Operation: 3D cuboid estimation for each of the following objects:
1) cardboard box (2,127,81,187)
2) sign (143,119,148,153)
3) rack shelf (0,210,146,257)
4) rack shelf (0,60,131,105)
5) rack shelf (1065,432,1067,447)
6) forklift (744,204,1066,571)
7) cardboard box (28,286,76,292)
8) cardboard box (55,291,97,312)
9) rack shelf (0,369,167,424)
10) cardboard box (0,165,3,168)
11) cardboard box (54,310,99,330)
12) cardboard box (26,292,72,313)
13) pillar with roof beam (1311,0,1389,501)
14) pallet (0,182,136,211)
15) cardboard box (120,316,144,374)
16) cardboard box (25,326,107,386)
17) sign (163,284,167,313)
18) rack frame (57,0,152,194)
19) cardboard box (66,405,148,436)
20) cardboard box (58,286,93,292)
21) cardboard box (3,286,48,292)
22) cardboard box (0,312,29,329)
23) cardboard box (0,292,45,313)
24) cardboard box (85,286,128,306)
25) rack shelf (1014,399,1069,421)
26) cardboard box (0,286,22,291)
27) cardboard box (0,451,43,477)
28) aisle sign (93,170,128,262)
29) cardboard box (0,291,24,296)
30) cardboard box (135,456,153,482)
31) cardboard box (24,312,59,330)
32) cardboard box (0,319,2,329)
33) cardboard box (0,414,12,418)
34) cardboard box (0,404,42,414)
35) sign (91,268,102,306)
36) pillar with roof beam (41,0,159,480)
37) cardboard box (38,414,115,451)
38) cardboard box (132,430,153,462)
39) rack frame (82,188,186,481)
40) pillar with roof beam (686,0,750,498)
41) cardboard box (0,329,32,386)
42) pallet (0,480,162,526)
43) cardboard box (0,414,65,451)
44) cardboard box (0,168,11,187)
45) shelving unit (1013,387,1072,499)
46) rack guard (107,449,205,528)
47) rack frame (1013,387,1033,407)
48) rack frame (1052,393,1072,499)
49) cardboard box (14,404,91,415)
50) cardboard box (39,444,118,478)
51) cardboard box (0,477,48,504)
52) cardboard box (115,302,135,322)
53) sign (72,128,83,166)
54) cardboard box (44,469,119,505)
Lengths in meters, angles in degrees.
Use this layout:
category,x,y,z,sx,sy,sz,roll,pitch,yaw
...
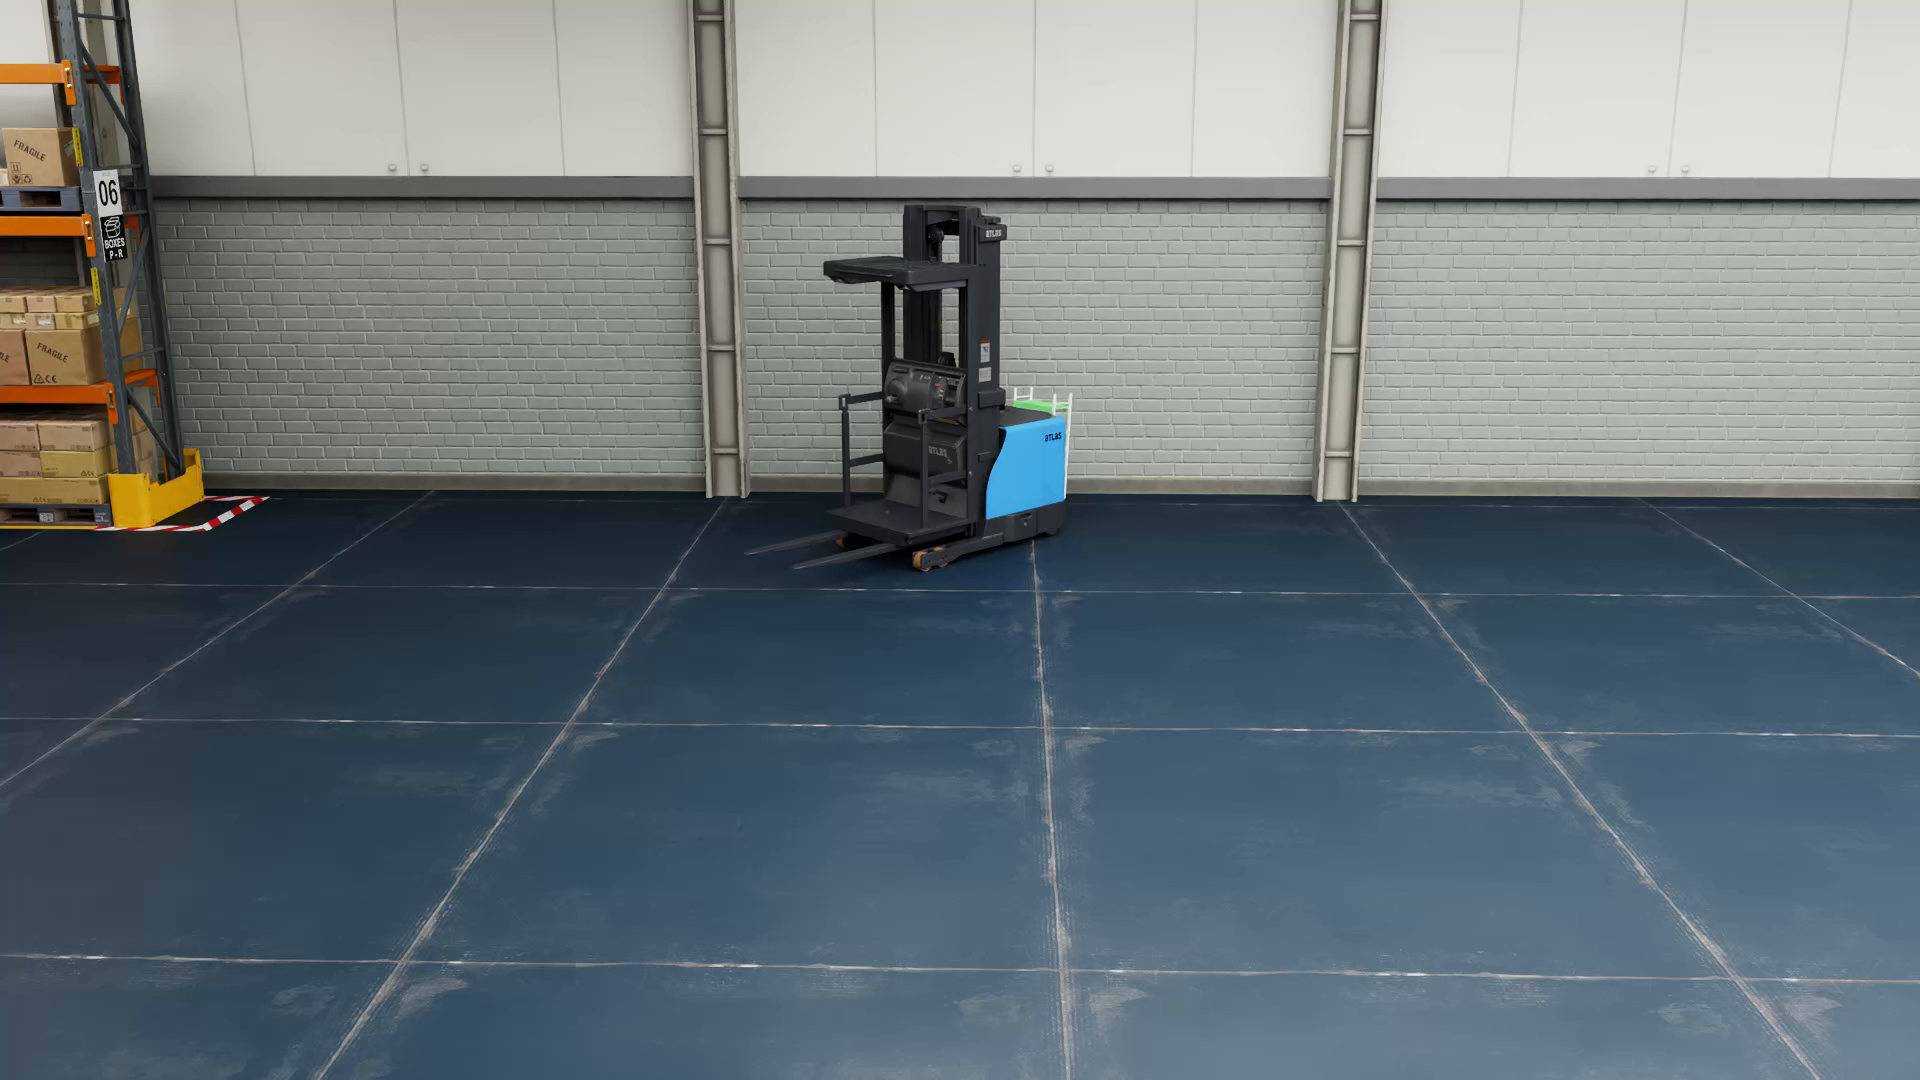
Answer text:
category,x,y,z,sx,sy,sz,roll,pitch,yaw
cardboard box,-8.079,-3.402,14.761,0.500,0.500,0.500,1,15,3
sign,-7.610,-3.764,15.480,0.005,0.325,0.100,0,15,1
rack shelf,-9.630,-2.827,15.206,4.000,0.370,1.077,0,15,1
rack shelf,-9.630,-4.084,14.874,4.000,0.370,1.077,0,15,1
rack shelf,0.743,-0.961,15.406,0.258,0.148,0.480,-9,17,-44
forklift,-0.451,-1.305,14.040,3.031,2.935,1.130,-14,20,-42
cardboard box,-8.486,-2.282,15.561,0.250,0.149,0.380,1,15,2
cardboard box,-7.994,-2.166,15.119,0.250,0.149,0.380,0,15,2
rack shelf,-9.630,-1.377,15.589,4.000,0.370,1.077,0,15,1
cardboard box,-8.720,-3.278,14.749,0.258,0.266,0.396,0,15,2
cardboard box,-7.984,-2.004,15.090,0.250,0.149,0.380,1,15,2
cardboard box,-8.241,-2.160,15.095,0.250,0.149,0.380,0,15,2
pillar with roof beam,3.583,-3.671,11.113,0.400,9.000,9.100,0,15,1
pallet,-8.336,-3.130,15.119,1.213,0.211,1.003,0,15,1
cardboard box,-8.118,-1.834,15.715,0.500,0.500,0.500,1,15,3
cardboard box,-8.129,-1.696,15.193,0.500,0.500,0.500,0,15,0
sign,-7.610,-2.310,15.863,0.005,0.325,0.100,0,15,1
rack frame,-7.630,-4.612,14.682,0.127,3.000,1.000,0,15,1
cardboard box,-8.106,-1.120,15.812,0.500,0.250,0.500,0,15,1
cardboard box,-8.225,-2.292,15.596,0.250,0.149,0.380,1,15,3
cardboard box,-8.733,-2.288,15.581,0.250,0.149,0.380,0,15,2
cardboard box,-8.498,-2.016,15.133,0.250,0.149,0.380,1,15,2
cardboard box,-8.503,-2.154,15.075,0.250,0.149,0.380,1,15,3
cardboard box,-7.961,-2.274,15.529,0.250,0.149,0.380,0,15,0
rack shelf,0.755,-1.195,15.357,0.258,0.148,0.480,-9,17,-44
cardboard box,-8.997,-2.283,15.564,0.250,0.149,0.380,1,15,3
cardboard box,-8.626,-0.756,15.414,0.500,0.250,0.500,0,15,1
aisle sign,-7.572,-2.893,14.830,0.004,0.787,0.394,0,15,1
cardboard box,-8.750,-2.175,15.154,0.250,0.149,0.380,0,15,2
cardboard box,-8.116,-0.638,15.946,0.500,0.250,0.500,0,15,2
cardboard box,-8.240,-1.998,15.067,0.250,0.149,0.380,1,15,2
cardboard box,-8.746,-2.020,15.150,0.250,0.149,0.380,0,15,1
cardboard box,-9.114,-0.995,15.337,0.500,0.250,0.500,1,15,2
cardboard box,-9.105,-1.128,15.843,0.500,0.250,0.500,0,15,1
sign,-7.658,-2.248,14.745,0.005,0.325,0.100,0,15,1
pillar with roof beam,-8.413,-3.749,11.409,0.400,9.000,9.100,0,15,1
cardboard box,-8.099,-0.992,15.327,0.500,0.250,0.500,1,15,3
cardboard box,-8.095,-0.883,15.893,0.500,0.250,0.500,1,15,2
rack frame,-7.630,-1.712,15.447,0.127,3.000,1.000,0,15,1
pillar with roof beam,-2.415,-3.710,11.261,0.400,9.000,9.100,0,15,1
cardboard box,-8.647,-1.702,15.215,0.500,0.500,0.500,1,15,3
pallet,-8.396,-0.358,15.782,1.213,0.211,1.003,0,15,1
cardboard box,-8.609,-0.994,15.334,0.500,0.250,0.500,1,15,2
cardboard box,-8.466,-3.220,14.757,0.250,0.149,0.380,0,15,0
shelving unit,0.734,-0.789,15.443,0.258,1.200,0.503,-9,17,-44
rack guard,-7.606,-0.503,15.766,0.348,0.500,1.175,0,15,1
rack frame,0.562,-0.833,15.610,0.240,1.200,0.015,-9,17,-44
rack frame,0.906,-0.744,15.275,0.240,1.200,0.015,-9,17,-44
cardboard box,-8.606,-1.122,15.821,0.500,0.250,0.500,0,15,2
cardboard box,-8.125,-0.750,15.391,0.500,0.250,0.500,0,15,1
cardboard box,-8.605,-0.513,15.472,0.500,0.250,0.500,0,15,1
cardboard box,-7.963,-2.142,15.611,0.250,0.149,0.380,0,15,0
sign,-7.658,-3.414,14.438,0.005,0.325,0.100,0,15,1
cardboard box,-8.108,-0.508,15.451,0.500,0.250,0.500,0,15,2
